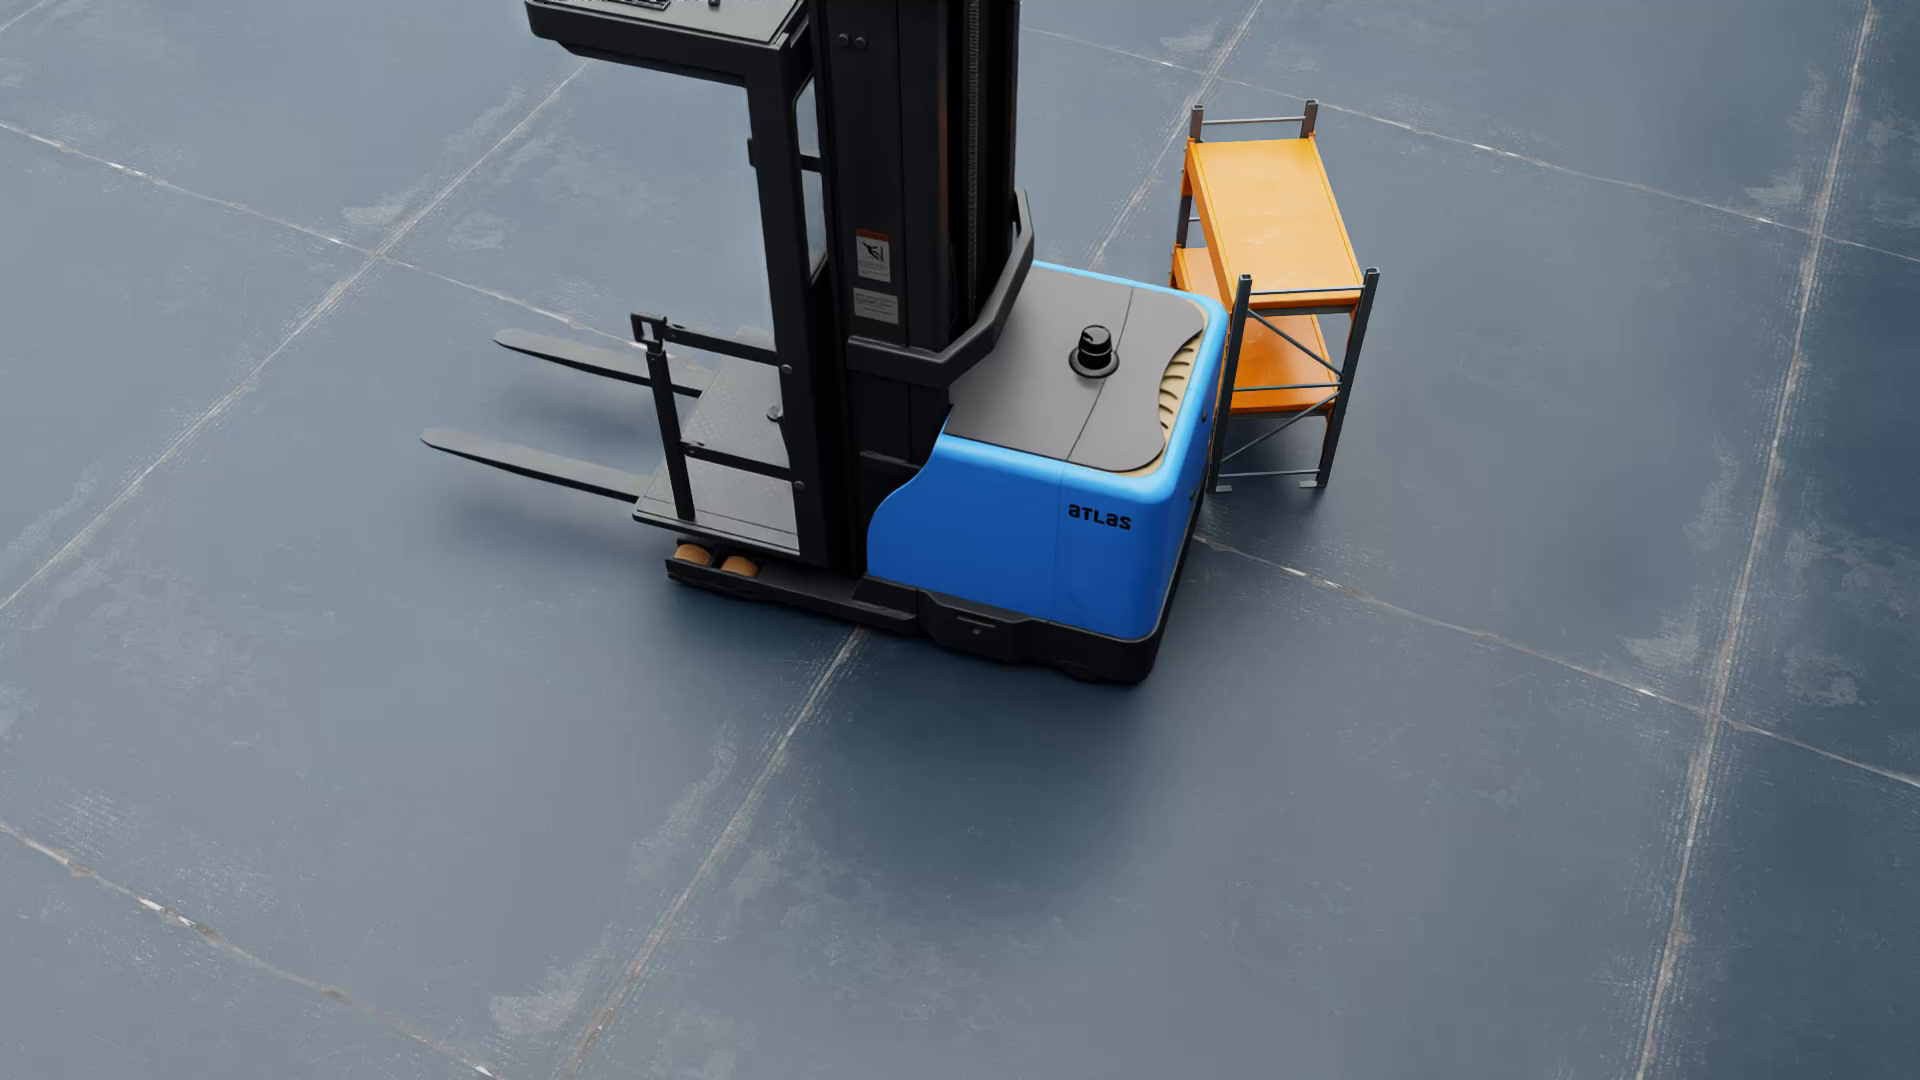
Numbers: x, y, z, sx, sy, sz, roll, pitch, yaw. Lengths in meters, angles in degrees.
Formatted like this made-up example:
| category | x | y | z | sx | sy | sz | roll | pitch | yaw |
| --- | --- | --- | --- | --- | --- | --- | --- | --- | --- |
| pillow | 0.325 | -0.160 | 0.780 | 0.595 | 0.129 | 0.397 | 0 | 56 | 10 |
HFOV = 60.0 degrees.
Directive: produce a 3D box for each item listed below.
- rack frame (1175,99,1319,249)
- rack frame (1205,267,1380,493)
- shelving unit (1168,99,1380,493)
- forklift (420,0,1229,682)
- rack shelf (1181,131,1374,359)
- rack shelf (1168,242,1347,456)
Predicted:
| category | x | y | z | sx | sy | sz | roll | pitch | yaw |
| --- | --- | --- | --- | --- | --- | --- | --- | --- | --- |
| rack frame | 1.163 | -1.352 | 6.977 | 0.500 | 1.125 | 0.032 | -3 | 50 | -3 |
| rack frame | 1.239 | -0.579 | 6.320 | 0.500 | 1.125 | 0.032 | -3 | 50 | -3 |
| shelving unit | 1.201 | -0.965 | 6.648 | 0.538 | 1.125 | 1.048 | -3 | 50 | -3 |
| forklift | -0.609 | -1.099 | 5.576 | 3.031 | 2.935 | 1.130 | 14 | 51 | 11 |
| rack shelf | 1.201 | -1.155 | 6.425 | 0.538 | 0.278 | 1.000 | -3 | 50 | -3 |
| rack shelf | 1.201 | -0.807 | 6.834 | 0.538 | 0.278 | 1.000 | -3 | 50 | -3 |
